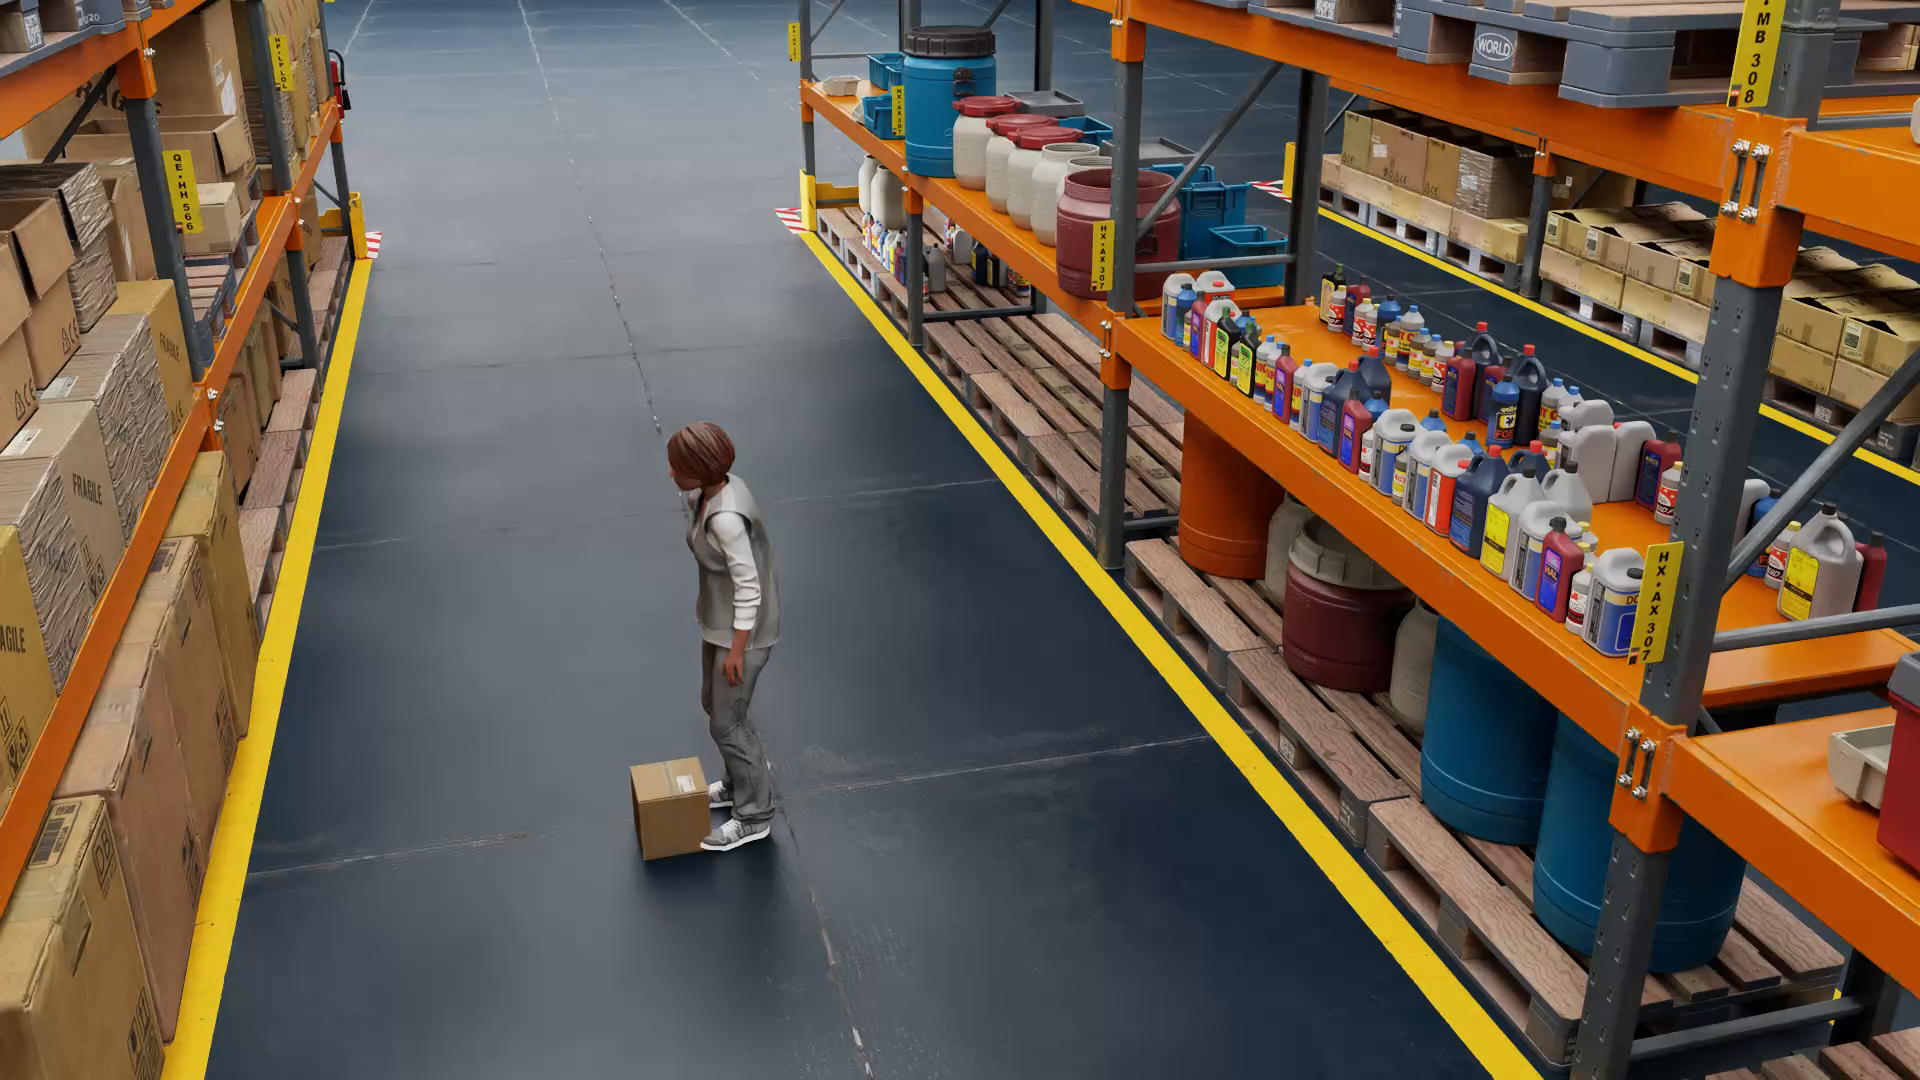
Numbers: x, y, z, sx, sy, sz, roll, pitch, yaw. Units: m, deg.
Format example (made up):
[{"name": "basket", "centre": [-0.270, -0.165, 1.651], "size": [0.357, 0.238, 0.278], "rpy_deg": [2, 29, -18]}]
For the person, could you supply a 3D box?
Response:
[{"name": "person", "centre": [-0.815, 0.356, 5.861], "size": [0.347, 1.530, 0.476], "rpy_deg": [-8, 24, -17]}]
